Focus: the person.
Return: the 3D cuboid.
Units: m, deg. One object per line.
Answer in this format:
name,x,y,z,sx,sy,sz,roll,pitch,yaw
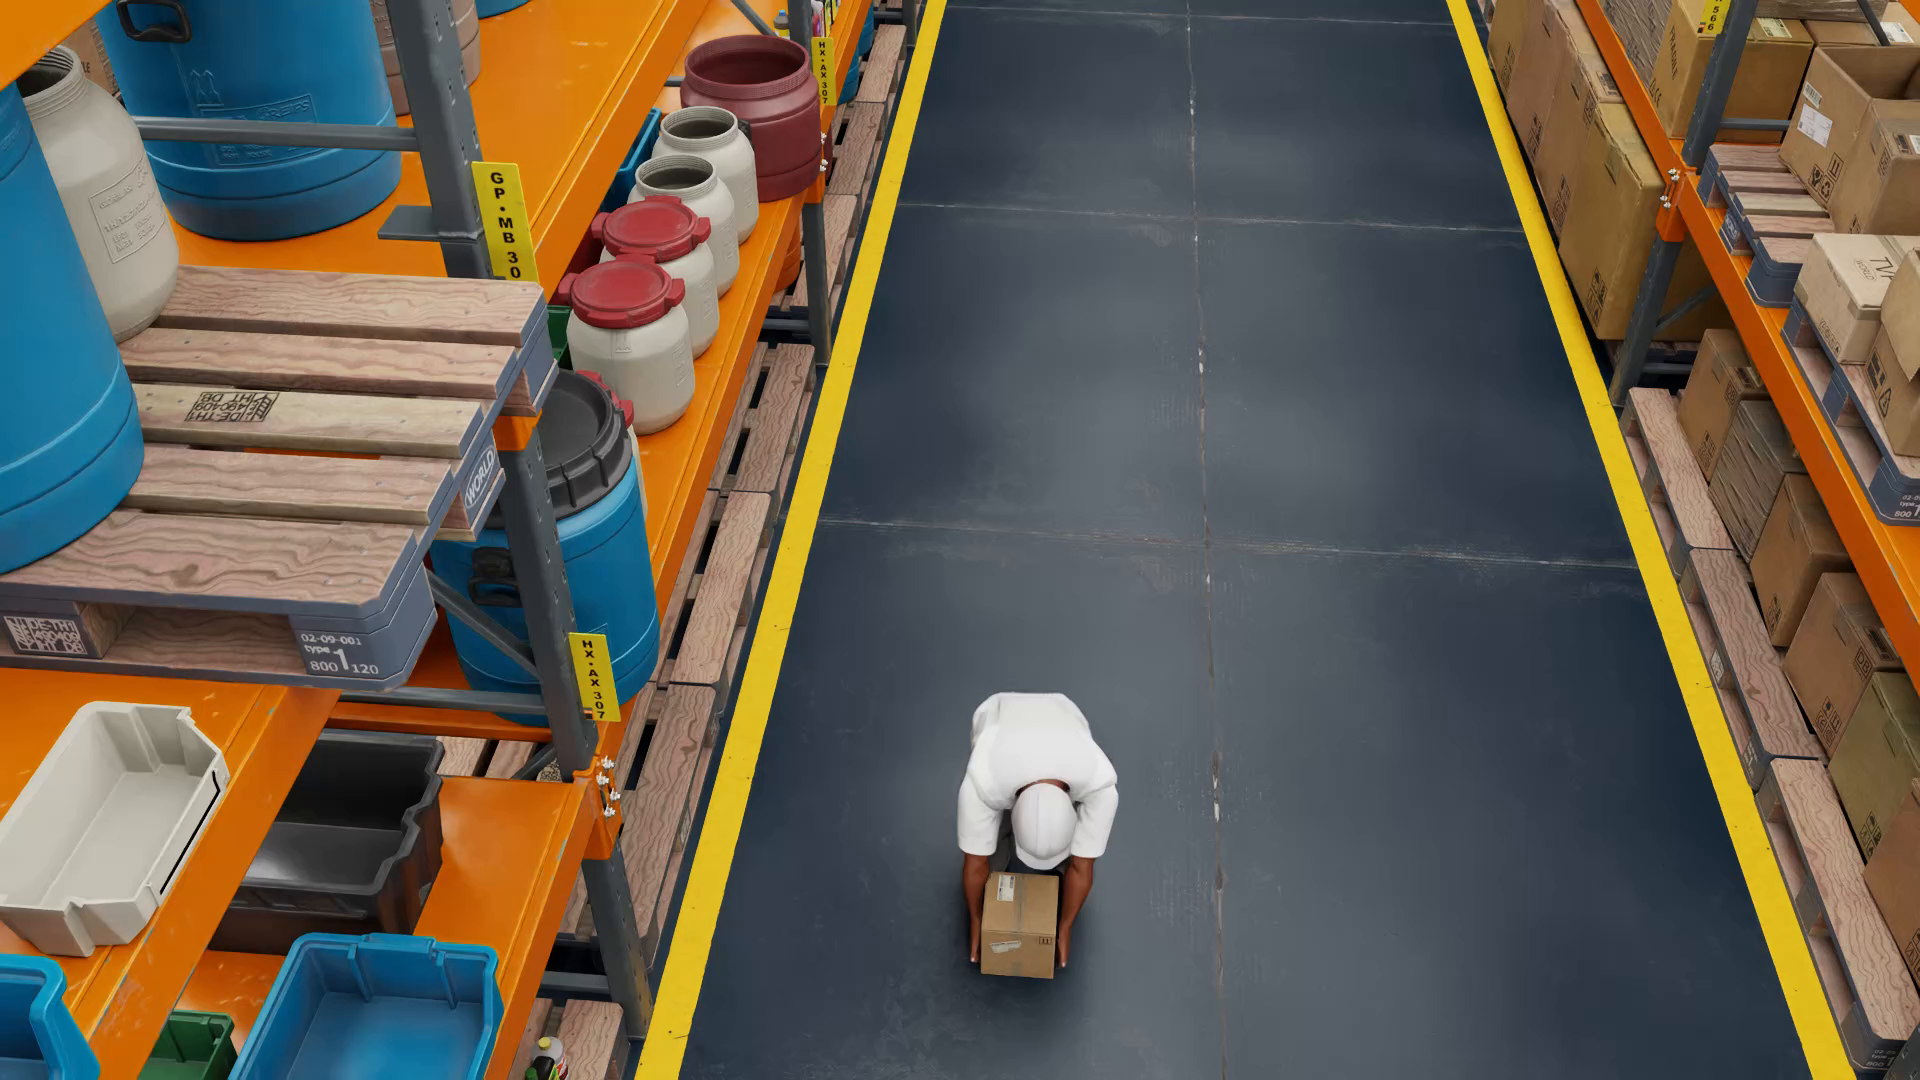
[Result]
person,0.271,0.932,5.806,0.543,0.890,0.915,3,40,4
